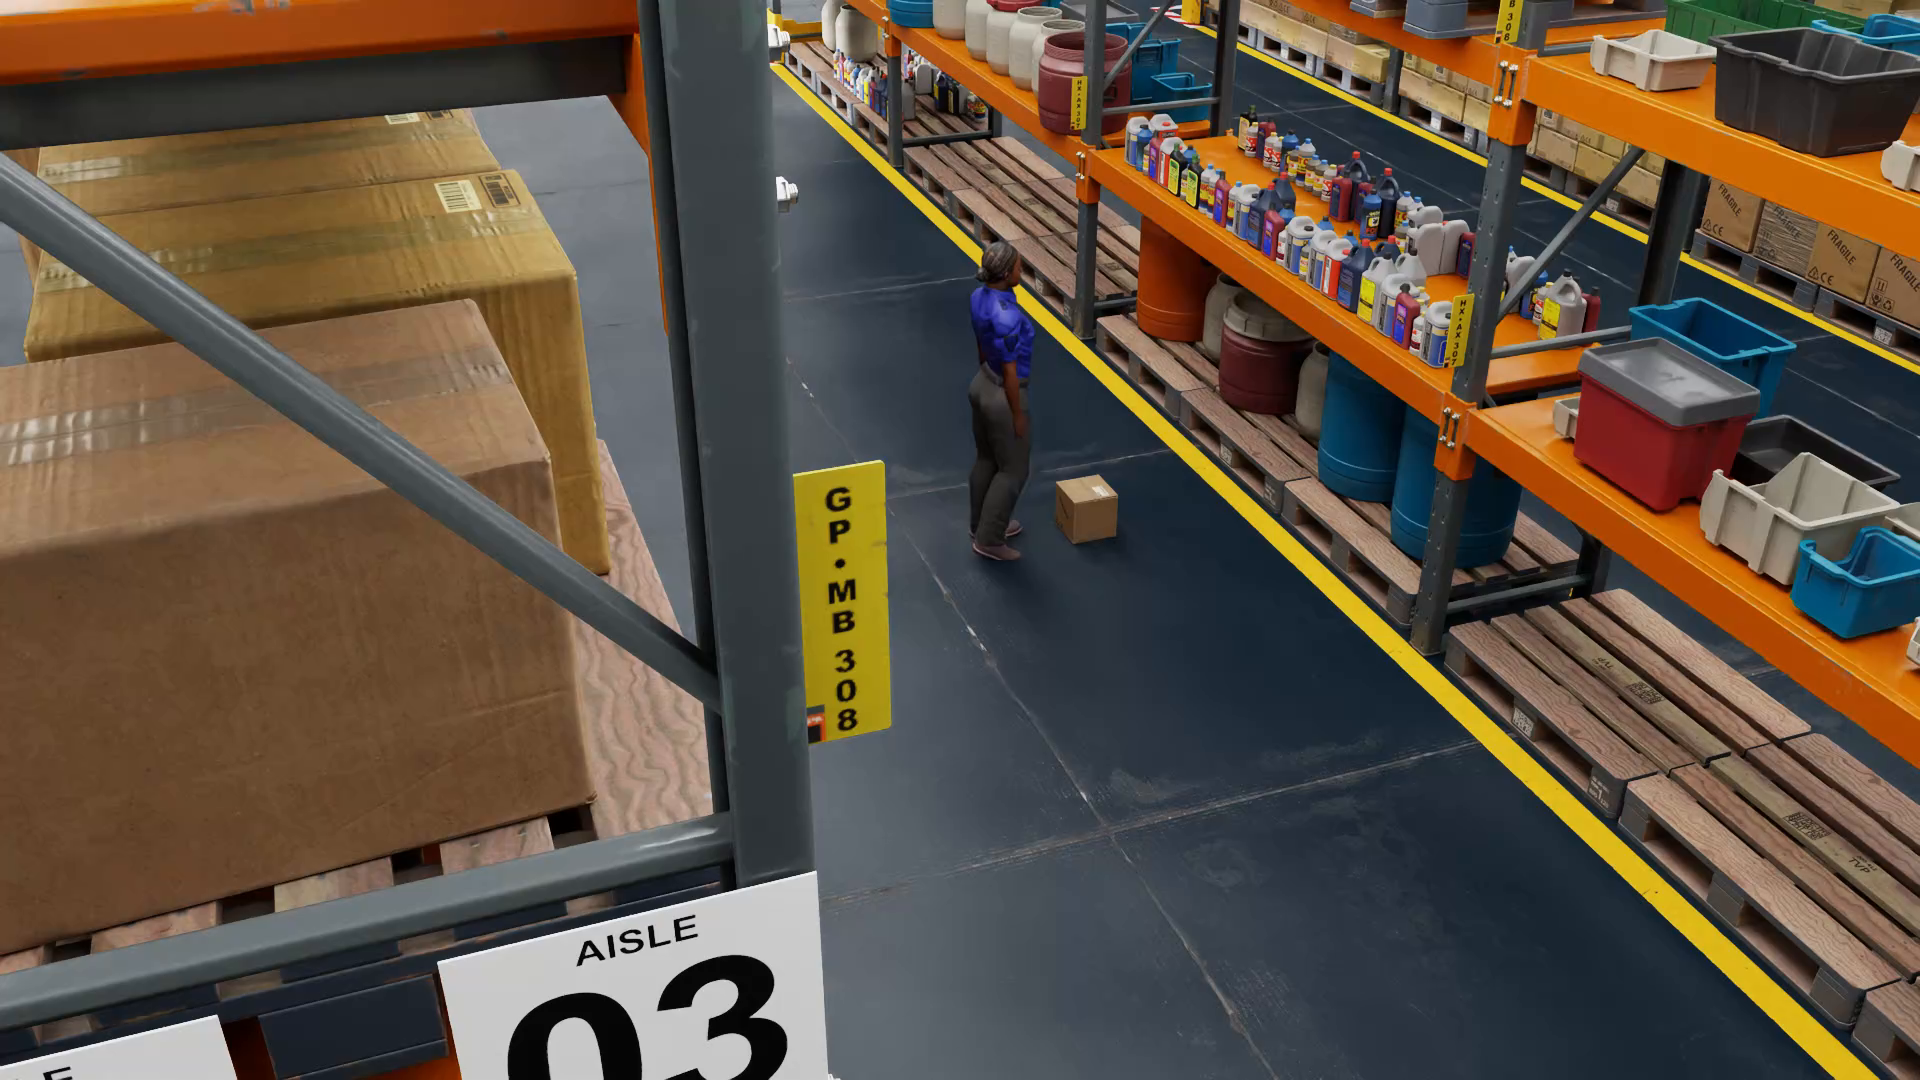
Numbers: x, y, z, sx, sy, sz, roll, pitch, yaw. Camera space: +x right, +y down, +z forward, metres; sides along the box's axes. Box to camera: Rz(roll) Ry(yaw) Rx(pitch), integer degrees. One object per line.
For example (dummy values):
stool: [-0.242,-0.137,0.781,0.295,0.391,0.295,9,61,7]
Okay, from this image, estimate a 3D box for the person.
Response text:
person: [0.194,-0.669,8.344,0.351,1.703,0.450,-10,31,-17]
